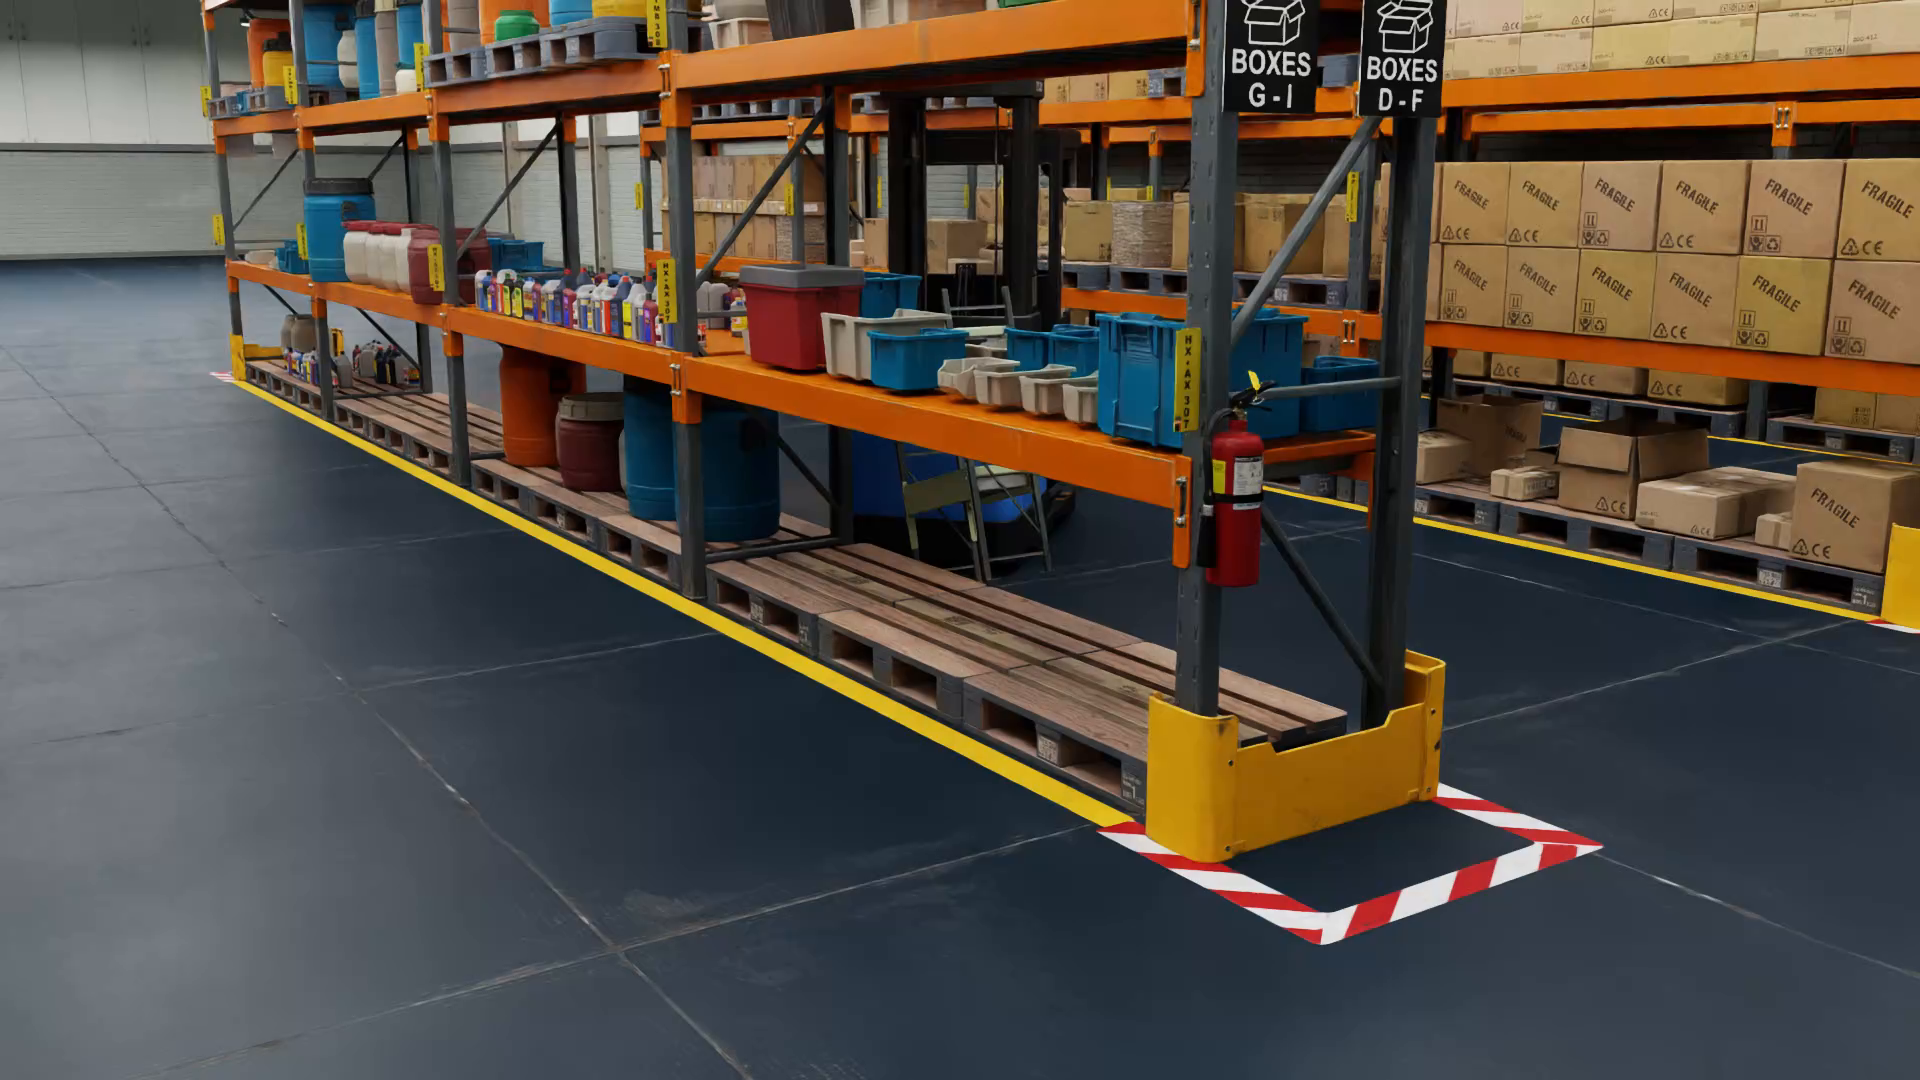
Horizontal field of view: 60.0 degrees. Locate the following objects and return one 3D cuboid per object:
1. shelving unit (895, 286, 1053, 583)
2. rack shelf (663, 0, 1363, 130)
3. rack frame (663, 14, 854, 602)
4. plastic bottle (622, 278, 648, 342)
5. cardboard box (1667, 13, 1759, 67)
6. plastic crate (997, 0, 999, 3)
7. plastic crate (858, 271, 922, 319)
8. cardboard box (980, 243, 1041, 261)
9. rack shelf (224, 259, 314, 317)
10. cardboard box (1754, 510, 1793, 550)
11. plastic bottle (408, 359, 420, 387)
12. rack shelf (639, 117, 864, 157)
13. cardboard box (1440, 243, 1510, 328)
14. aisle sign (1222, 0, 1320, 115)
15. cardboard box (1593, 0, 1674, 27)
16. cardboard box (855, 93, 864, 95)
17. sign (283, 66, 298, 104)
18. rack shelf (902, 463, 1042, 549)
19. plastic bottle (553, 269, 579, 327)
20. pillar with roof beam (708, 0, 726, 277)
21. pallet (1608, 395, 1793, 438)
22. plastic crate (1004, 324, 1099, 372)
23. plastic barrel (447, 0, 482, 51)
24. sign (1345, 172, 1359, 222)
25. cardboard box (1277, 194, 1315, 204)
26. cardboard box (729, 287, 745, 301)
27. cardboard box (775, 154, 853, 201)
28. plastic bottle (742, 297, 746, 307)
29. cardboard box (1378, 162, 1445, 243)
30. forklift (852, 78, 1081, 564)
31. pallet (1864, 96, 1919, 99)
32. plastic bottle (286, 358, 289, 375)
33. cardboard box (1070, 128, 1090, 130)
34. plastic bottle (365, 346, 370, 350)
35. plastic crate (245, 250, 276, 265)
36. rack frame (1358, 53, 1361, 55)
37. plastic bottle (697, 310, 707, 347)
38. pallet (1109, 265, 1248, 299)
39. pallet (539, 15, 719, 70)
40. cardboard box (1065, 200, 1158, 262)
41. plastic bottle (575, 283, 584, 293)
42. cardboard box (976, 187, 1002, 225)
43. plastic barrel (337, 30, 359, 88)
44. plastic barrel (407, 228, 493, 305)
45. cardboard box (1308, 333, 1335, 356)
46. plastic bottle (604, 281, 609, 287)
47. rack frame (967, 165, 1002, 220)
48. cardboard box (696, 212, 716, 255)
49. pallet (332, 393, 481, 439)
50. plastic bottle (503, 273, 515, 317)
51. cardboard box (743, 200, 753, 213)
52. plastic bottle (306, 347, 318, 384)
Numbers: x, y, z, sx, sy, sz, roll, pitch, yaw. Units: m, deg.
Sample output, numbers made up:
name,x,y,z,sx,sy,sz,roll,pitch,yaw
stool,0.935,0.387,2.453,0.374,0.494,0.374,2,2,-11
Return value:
name,x,y,z,sx,sy,sz,roll,pitch,yaw
shelving unit,0.011,-0.515,8.825,0.431,1.500,0.755,-7,-3,-29
rack shelf,0.063,-1.965,6.989,1.077,0.370,4.000,-8,15,-33
rack frame,-1.045,-1.207,8.860,1.000,3.000,0.127,-8,15,-33
plastic bottle,-1.827,-1.308,9.435,0.144,0.351,0.185,-8,15,-33
cardboard box,4.237,-2.711,9.067,0.500,0.250,0.500,-8,15,-33
plastic crate,0.553,-2.235,6.684,0.504,0.338,0.767,-8,15,-33
plastic crate,-0.502,-1.186,8.660,0.392,0.384,0.575,-8,15,-33
cardboard box,0.530,-2.642,15.632,0.500,0.311,0.500,-8,15,-33
rack shelf,-6.586,-2.634,17.069,1.077,0.370,4.000,-8,15,-33
cardboard box,4.641,-0.062,9.227,0.380,0.166,0.250,-8,15,-33
plastic bottle,-5.289,-1.620,16.107,0.097,0.271,0.097,0,12,0
rack shelf,-2.460,-4.685,19.427,1.077,0.370,4.000,-8,15,-33
cardboard box,3.422,-1.628,10.550,0.500,0.500,0.500,-8,15,-32
aisle sign,0.967,-1.718,5.112,0.394,0.787,0.004,-8,15,-33
cardboard box,3.966,-3.045,9.425,0.500,0.250,0.500,-8,15,-33
cardboard box,-0.712,-4.605,16.743,0.500,0.250,0.500,-10,16,-38
sign,-5.942,-4.036,14.756,0.100,0.325,0.005,-8,15,-33
rack shelf,0.060,-0.193,8.813,0.431,0.370,0.720,-7,-3,-29
plastic bottle,-2.437,-1.504,10.331,0.144,0.351,0.185,-8,15,-33
pillar with roof beam,-8.571,-9.047,30.668,9.100,9.000,0.400,-8,15,-33
pallet,6.712,-1.146,15.106,1.003,0.211,1.213,-8,15,-33
plastic crate,0.413,-0.813,7.312,0.416,0.233,0.300,-8,15,-33
plastic barrel,-3.536,-3.800,12.524,0.600,0.901,0.600,0,12,0
sign,2.621,-2.292,11.111,0.100,0.325,0.005,-8,15,-33
cardboard box,4.009,-3.656,18.795,0.700,0.500,0.500,-8,15,-33
cardboard box,-2.338,-2.679,19.289,0.500,0.500,0.500,-8,15,-33
cardboard box,-1.603,-3.976,18.252,0.700,0.500,0.500,-8,15,-32
plastic bottle,-1.187,-1.339,9.753,0.152,0.276,0.135,-8,15,-33
cardboard box,3.107,-2.213,10.885,0.500,0.500,0.500,-8,14,-31
forklift,0.152,-1.563,10.646,1.130,2.935,3.031,3,13,14
pallet,7.647,-3.655,13.240,1.003,0.211,1.213,-8,15,-33
plastic bottle,-6.891,-1.811,17.143,0.097,0.201,0.097,0,12,0
cardboard box,1.676,-5.572,21.520,0.500,0.500,0.500,-9,15,-35
plastic bottle,-6.117,-1.878,17.274,0.152,0.276,0.135,-9,15,-34
plastic crate,-7.466,-3.015,17.745,0.298,0.136,0.250,-8,15,-33
rack frame,3.081,-4.723,10.897,1.000,3.000,0.127,-8,15,-33
plastic bottle,-1.439,-1.160,9.109,0.097,0.201,0.097,0,12,0
pallet,1.946,-2.065,13.232,1.003,0.211,1.213,-8,15,-33
pallet,-1.561,-2.708,9.144,1.213,0.211,1.003,-8,15,-33
cardboard box,1.307,-2.659,14.284,0.500,0.500,0.700,9,15,36
plastic bottle,-2.328,-1.444,10.245,0.097,0.271,0.097,0,12,0
cardboard box,0.568,-4.696,23.364,0.500,0.500,0.500,-8,15,-33
plastic barrel,-5.553,-4.455,15.445,0.421,0.512,0.421,0,12,0
plastic barrel,-3.771,-2.031,12.312,0.600,0.536,0.708,-8,15,-33
cardboard box,4.355,-2.312,18.734,0.700,0.500,0.500,-8,15,-33
plastic bottle,-2.451,-1.719,11.665,0.097,0.201,0.097,0,12,0
rack frame,0.554,-4.514,23.981,1.000,3.000,0.127,-8,15,-33
cardboard box,-2.755,-3.709,20.068,0.700,0.500,0.500,-8,15,-32
pallet,-5.010,-1.132,15.046,1.003,0.211,1.213,-8,15,-33
plastic bottle,-2.998,-1.635,11.088,0.061,0.283,0.133,-8,15,-33
cardboard box,-2.243,-3.785,18.897,0.380,0.149,0.250,-8,15,-33
plastic bottle,-6.360,-1.723,16.388,0.144,0.351,0.185,-8,15,-33
